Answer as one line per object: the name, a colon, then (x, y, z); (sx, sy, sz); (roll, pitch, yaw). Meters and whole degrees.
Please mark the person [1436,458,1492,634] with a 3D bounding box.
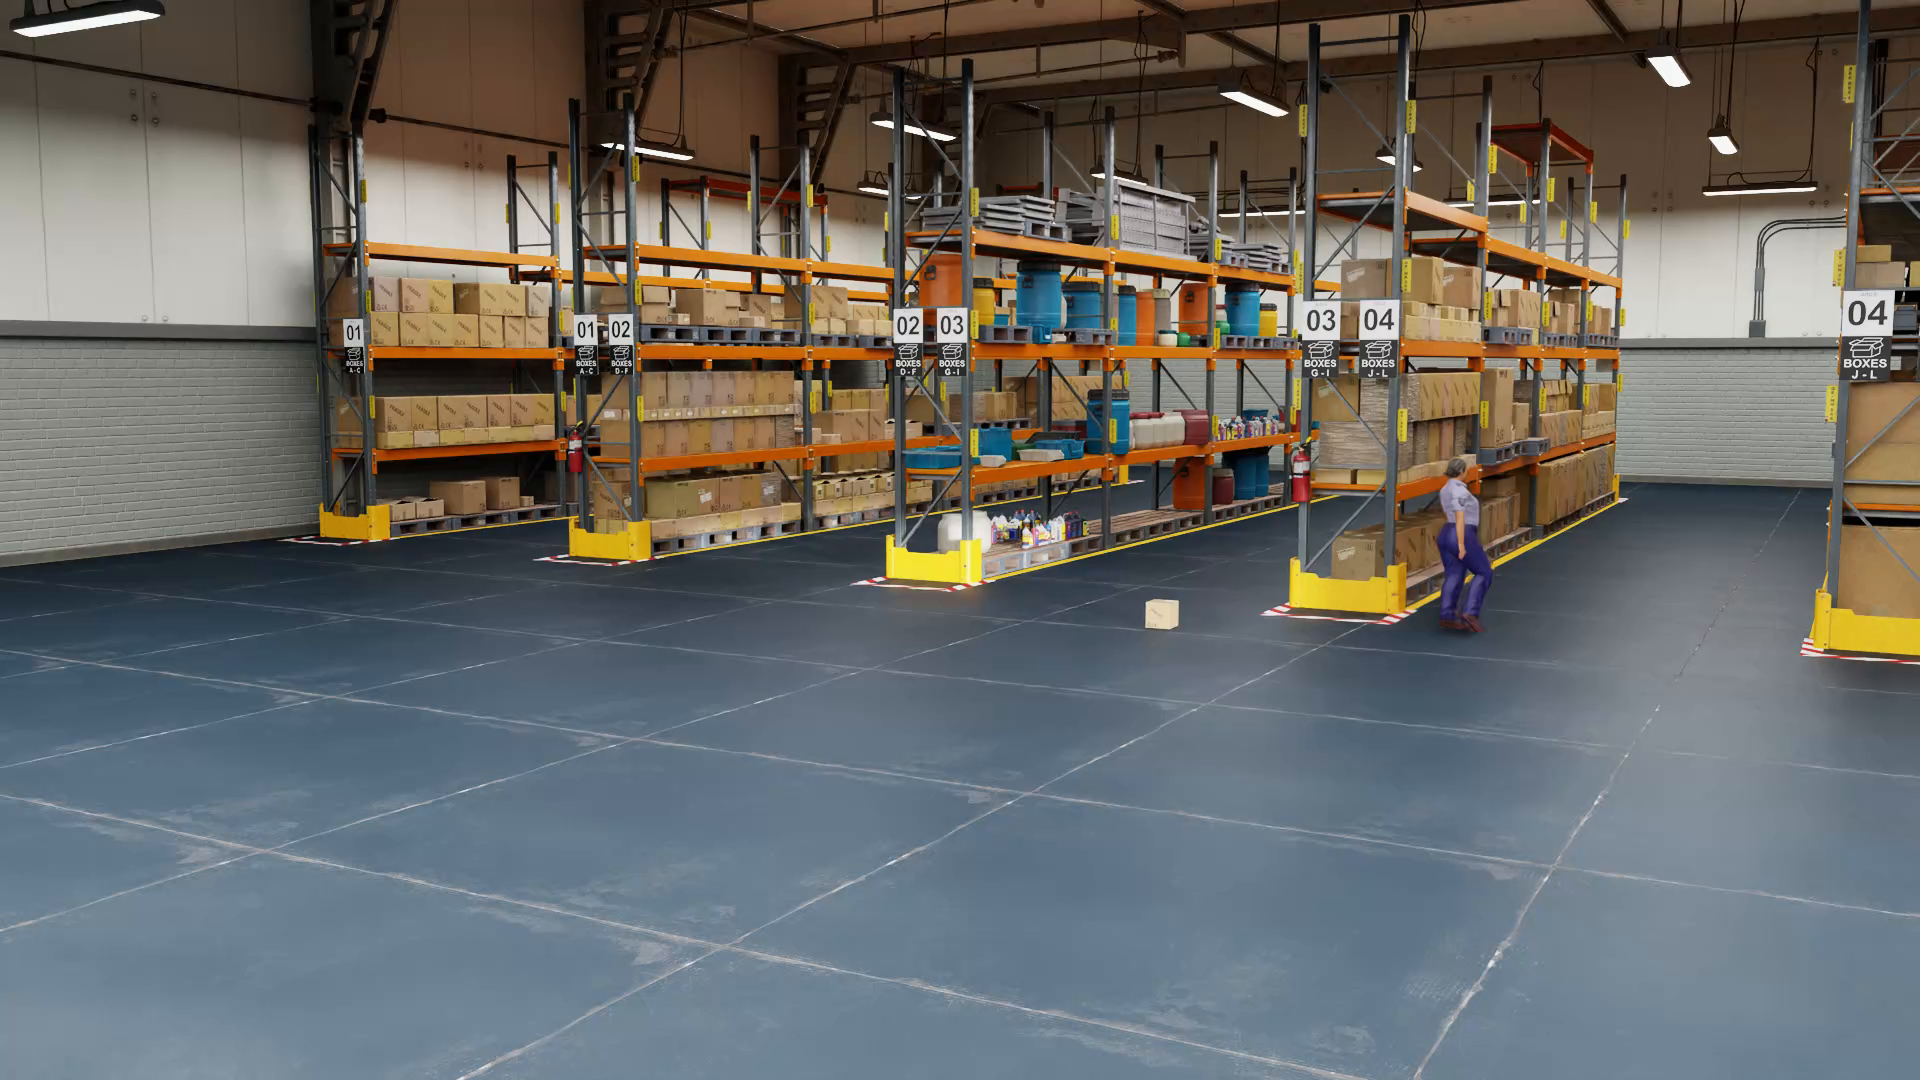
person: (4.838, 0.067, 15.983); (0.466, 1.676, 0.569); (-1, 6, -7)
